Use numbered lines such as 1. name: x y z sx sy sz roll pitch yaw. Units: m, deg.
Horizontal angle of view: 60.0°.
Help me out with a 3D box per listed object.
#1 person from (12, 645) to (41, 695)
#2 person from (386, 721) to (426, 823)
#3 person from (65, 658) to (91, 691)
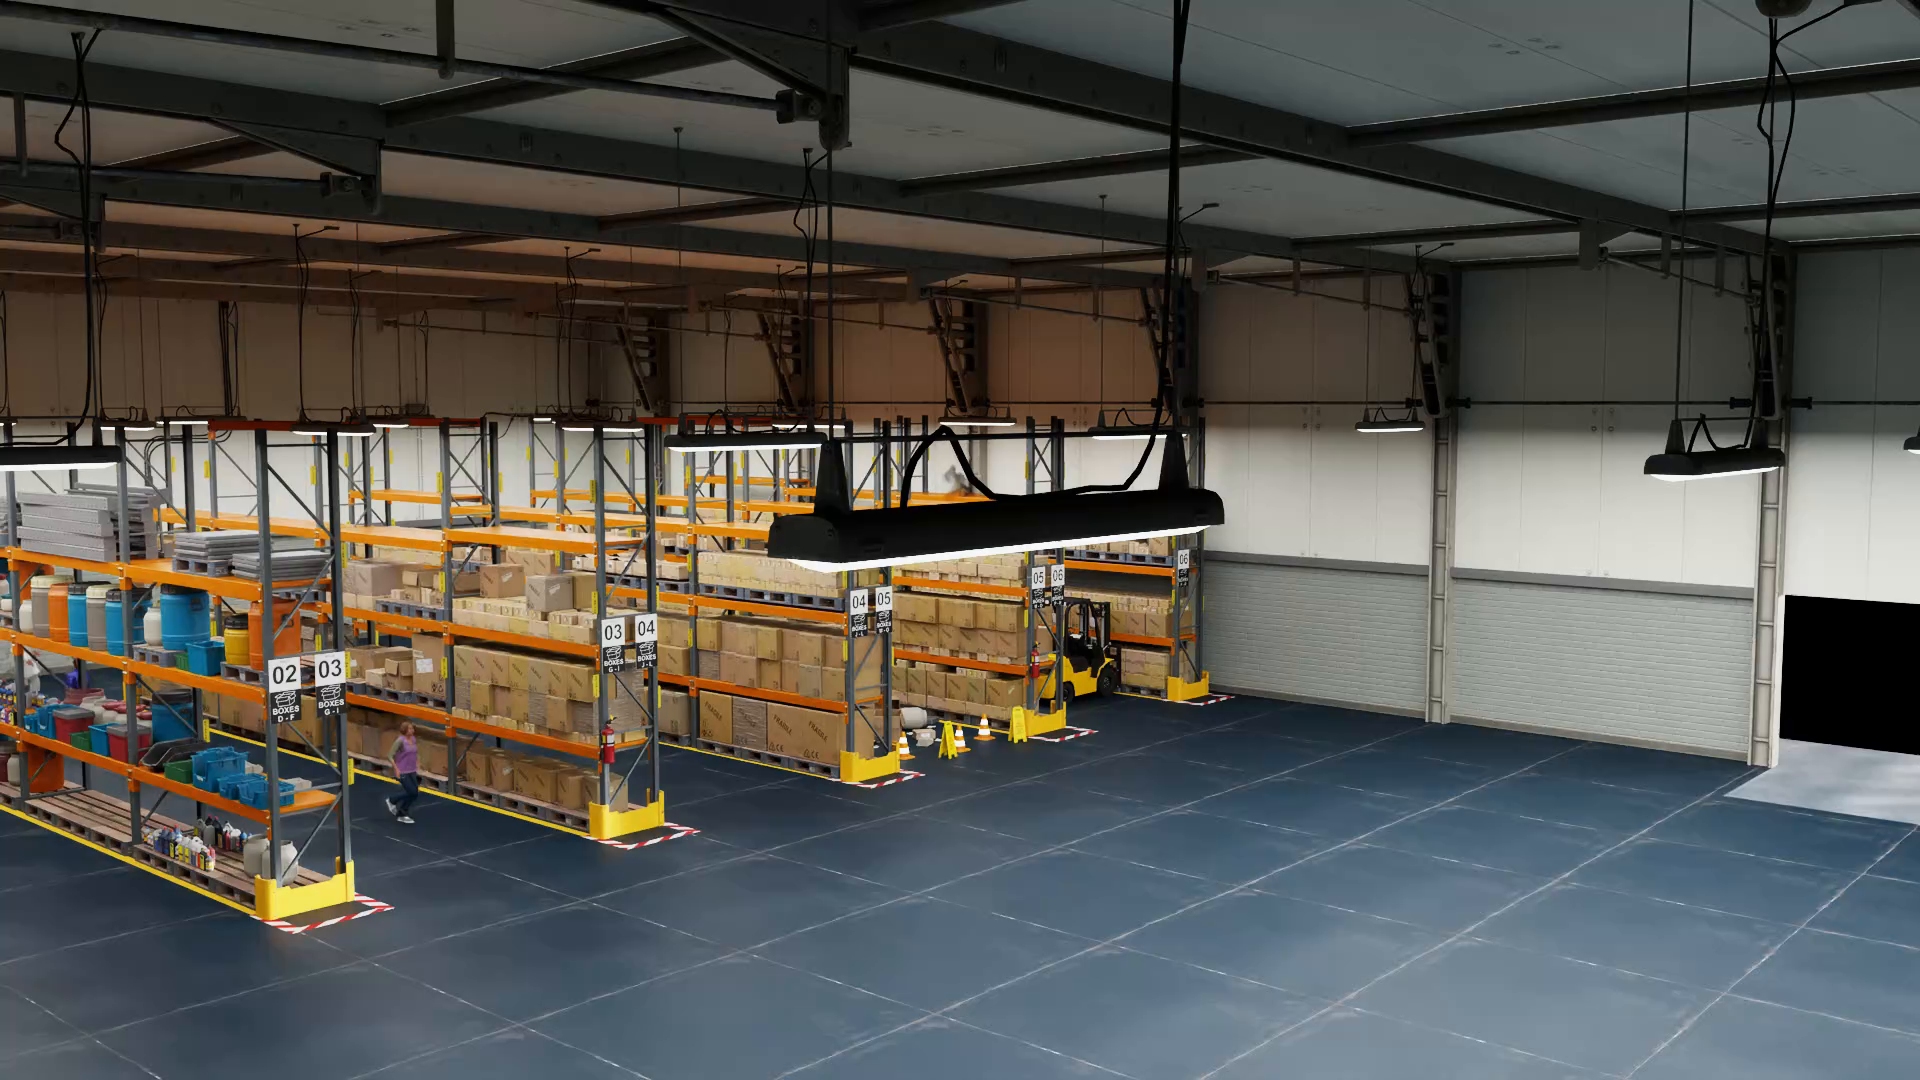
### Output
1. person: -19.328 2.600 34.238 0.923 1.813 0.706 -3 6 -36
2. person: -8.330 3.491 24.988 0.577 1.553 0.522 2 5 23
3. person: -16.185 2.968 30.578 0.892 1.654 0.581 2 5 24
